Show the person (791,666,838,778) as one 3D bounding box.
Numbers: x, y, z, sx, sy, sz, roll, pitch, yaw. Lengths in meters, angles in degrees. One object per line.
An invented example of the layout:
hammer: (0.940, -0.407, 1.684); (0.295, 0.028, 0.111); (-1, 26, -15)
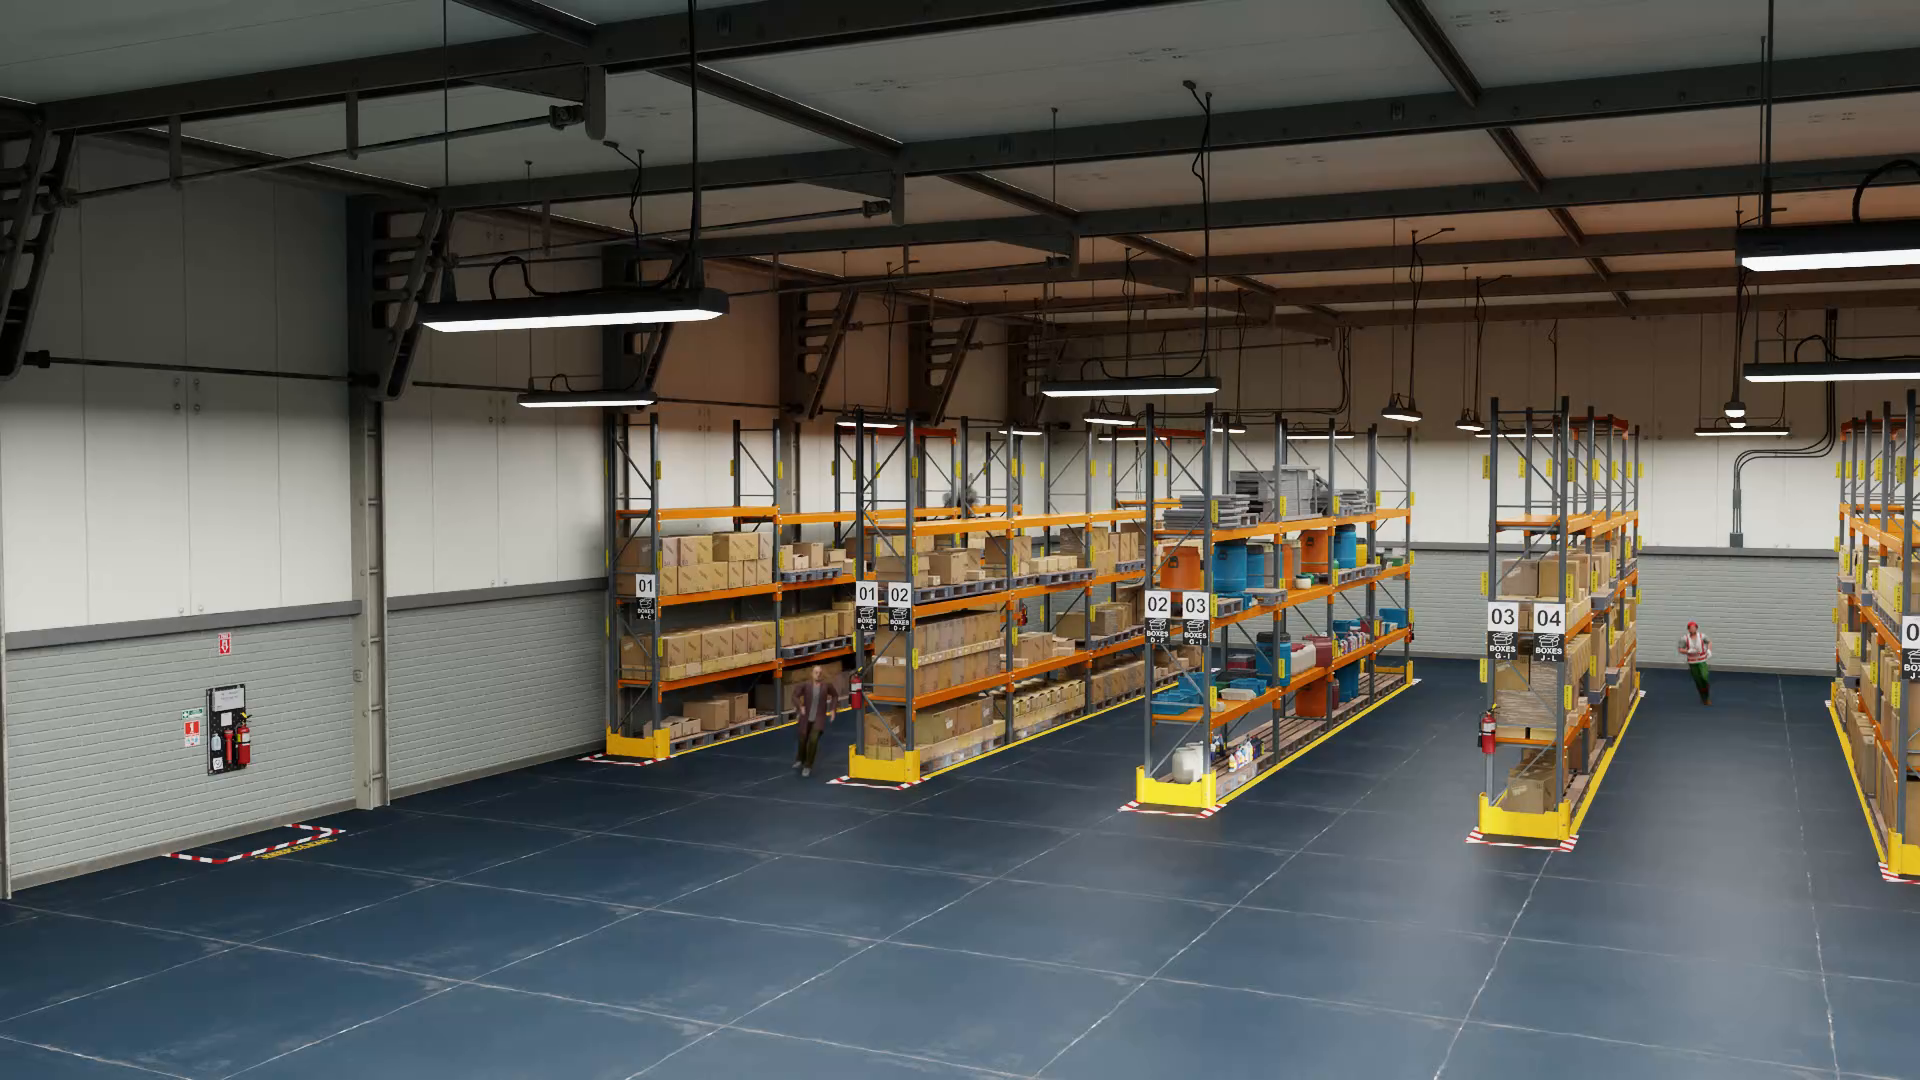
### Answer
person: (-2.406, 2.979, 27.426); (0.767, 1.807, 0.854); (0, 2, 0)

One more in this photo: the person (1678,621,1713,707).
person: (15.692, 2.639, 35.456); (0.694, 1.825, 0.724); (1, 3, 26)
